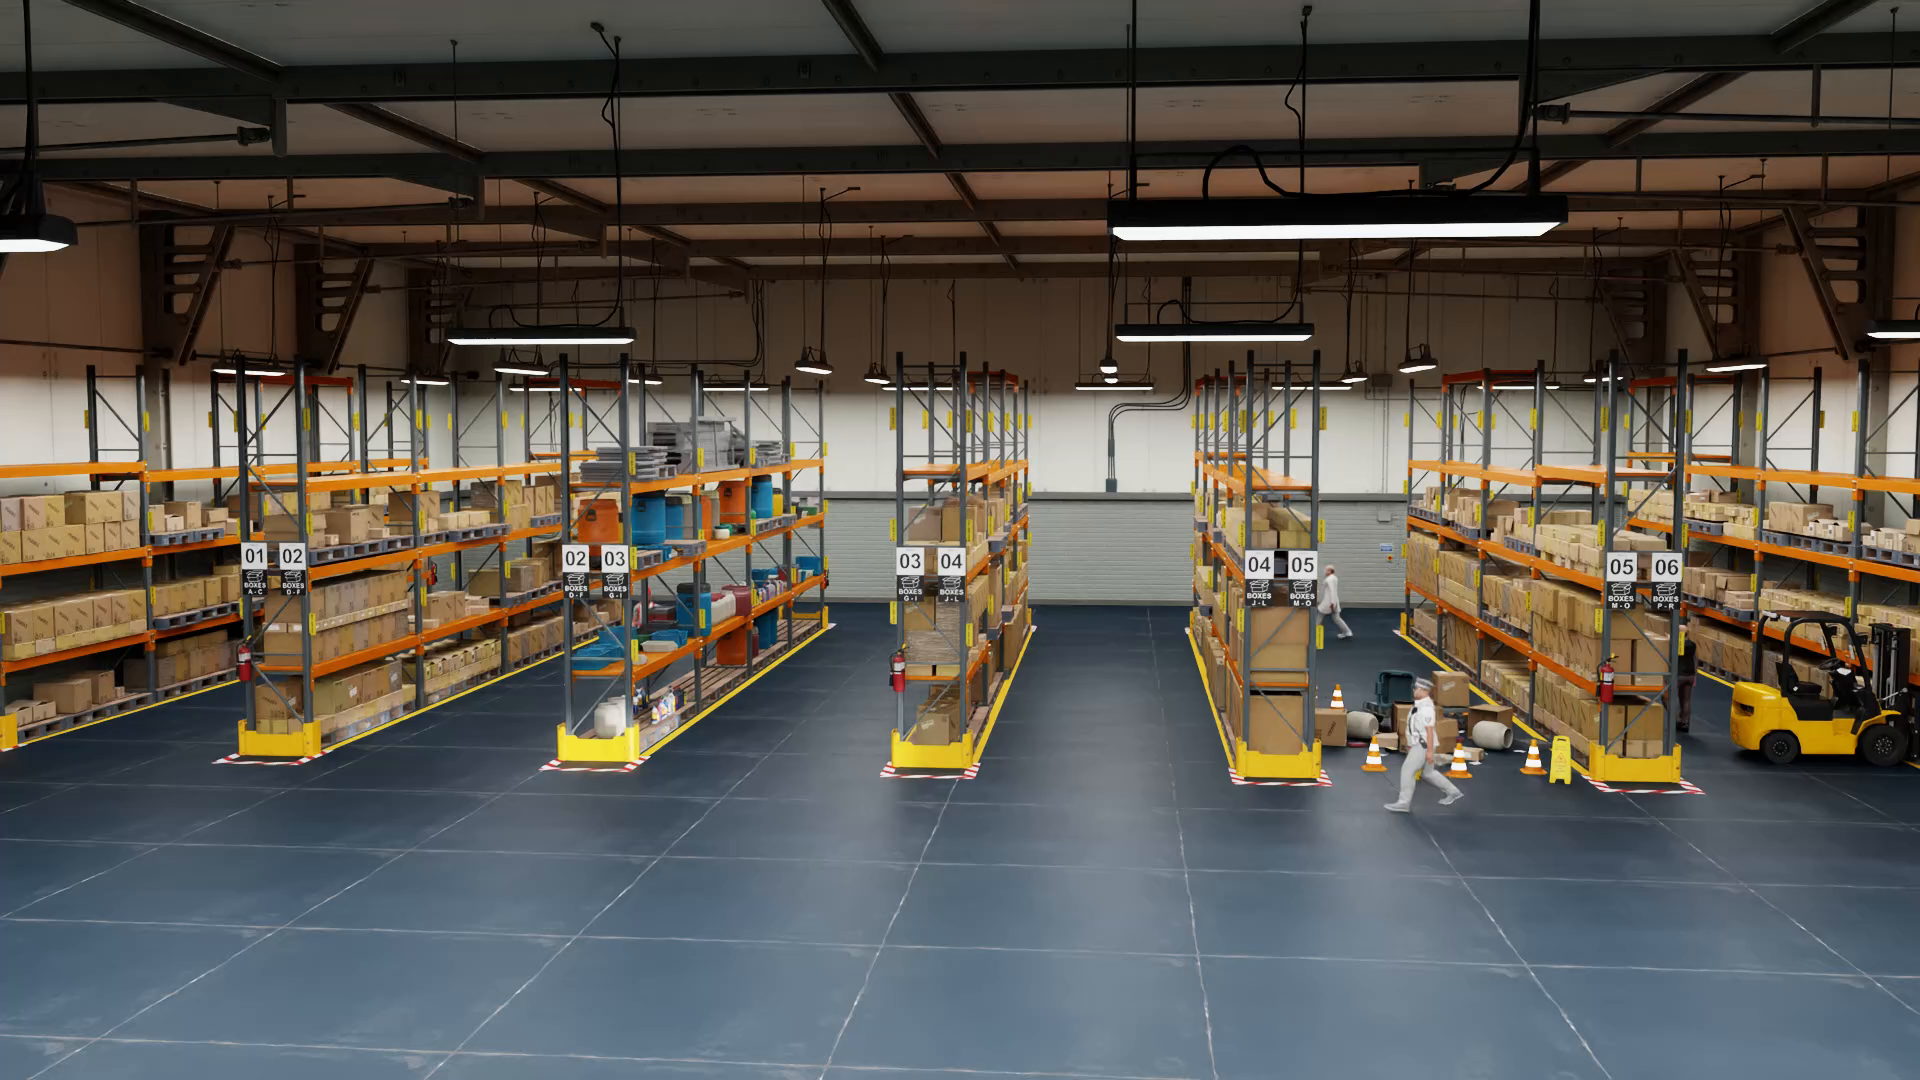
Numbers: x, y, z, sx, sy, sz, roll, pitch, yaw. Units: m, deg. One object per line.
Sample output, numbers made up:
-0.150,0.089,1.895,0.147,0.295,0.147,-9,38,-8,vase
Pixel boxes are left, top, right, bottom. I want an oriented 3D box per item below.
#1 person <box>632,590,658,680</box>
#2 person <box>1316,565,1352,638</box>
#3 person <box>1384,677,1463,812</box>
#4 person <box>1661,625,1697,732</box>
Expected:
-6.139,1.810,32.366,0.523,1.725,1.041,1,4,14,person
8.497,1.423,38.444,1.224,1.704,0.551,3,5,39,person
5.955,2.613,21.299,1.019,1.730,0.538,0,4,6,person
11.649,2.244,26.877,0.567,1.748,0.389,-1,4,-19,person
